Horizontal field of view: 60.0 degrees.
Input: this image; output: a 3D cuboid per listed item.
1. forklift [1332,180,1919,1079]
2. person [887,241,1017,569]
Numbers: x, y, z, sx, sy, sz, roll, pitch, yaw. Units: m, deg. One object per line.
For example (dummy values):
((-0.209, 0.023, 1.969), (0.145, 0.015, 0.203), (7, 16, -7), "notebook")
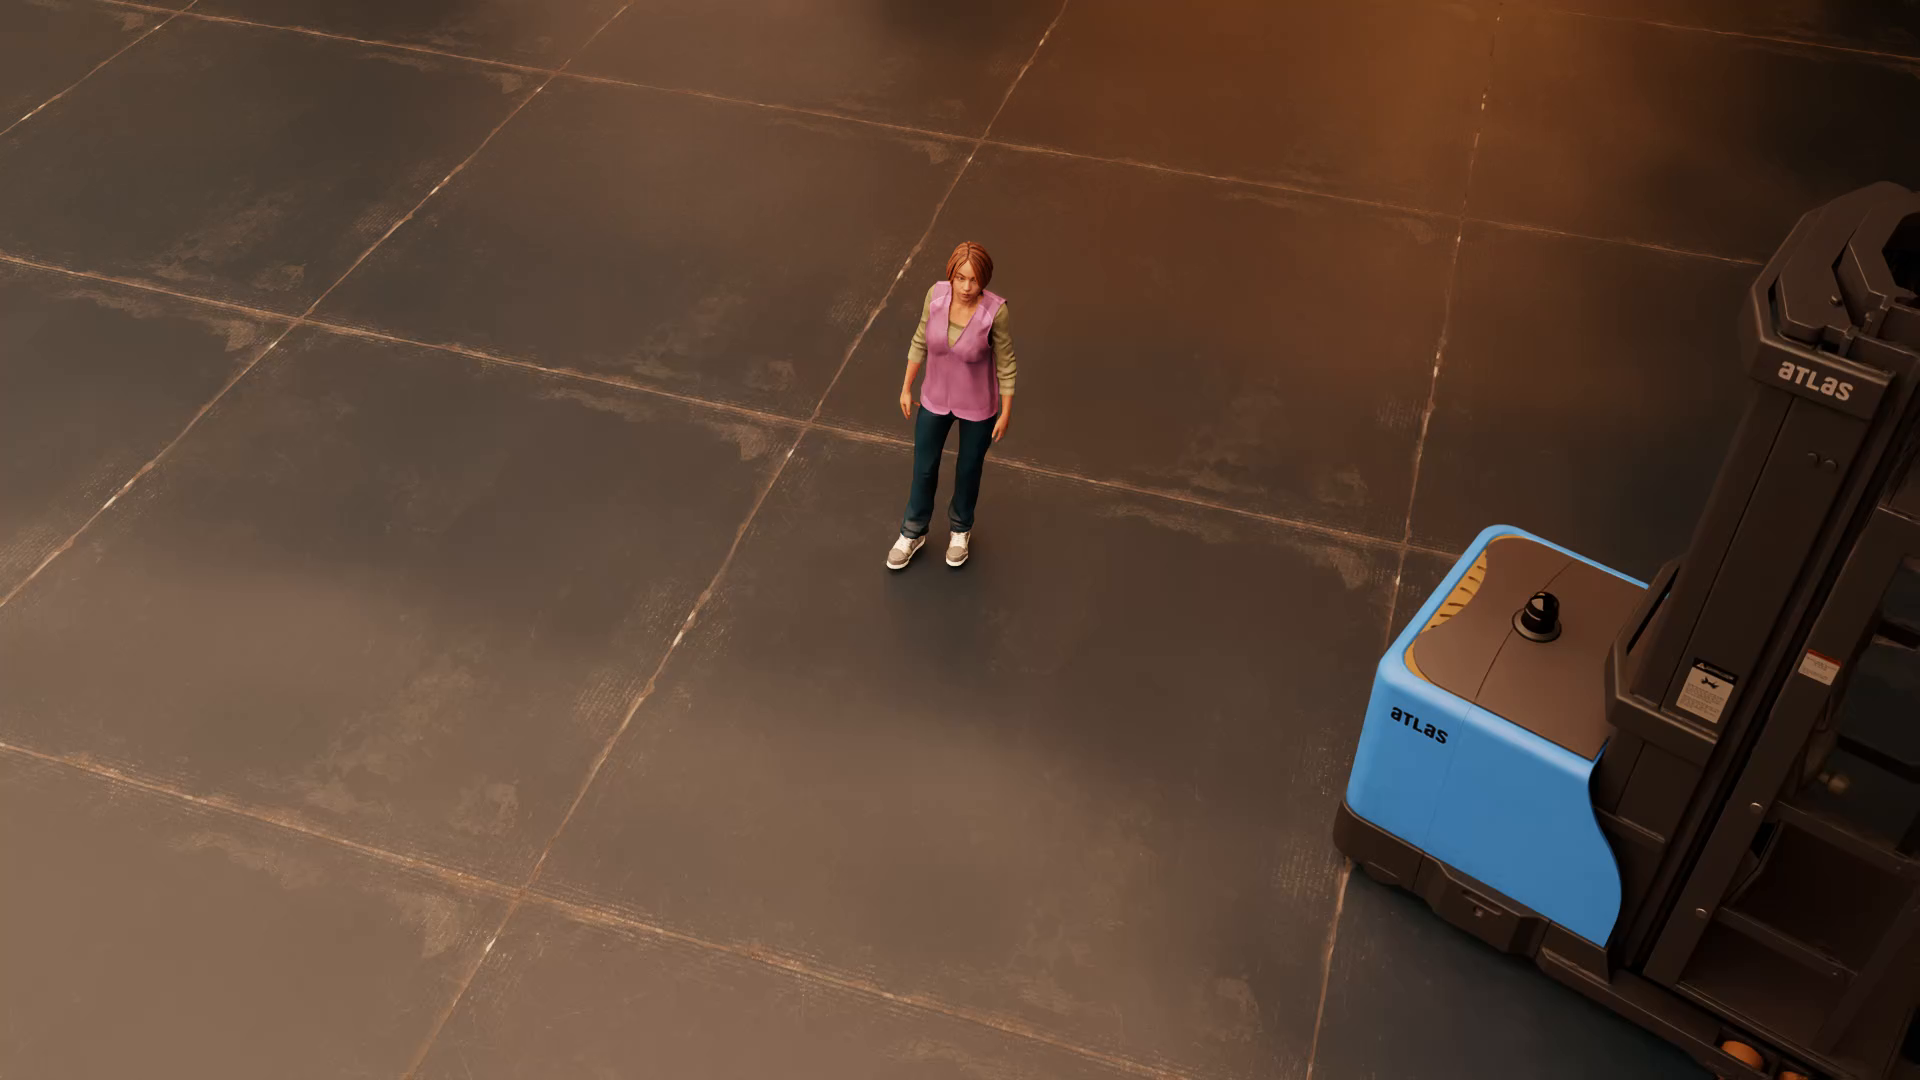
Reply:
((2.933, 0.499, 5.153), (3.031, 2.935, 1.130), (27, 49, 26), "forklift")
((-0.036, -0.545, 7.243), (0.520, 1.599, 0.473), (12, 44, 13), "person")
